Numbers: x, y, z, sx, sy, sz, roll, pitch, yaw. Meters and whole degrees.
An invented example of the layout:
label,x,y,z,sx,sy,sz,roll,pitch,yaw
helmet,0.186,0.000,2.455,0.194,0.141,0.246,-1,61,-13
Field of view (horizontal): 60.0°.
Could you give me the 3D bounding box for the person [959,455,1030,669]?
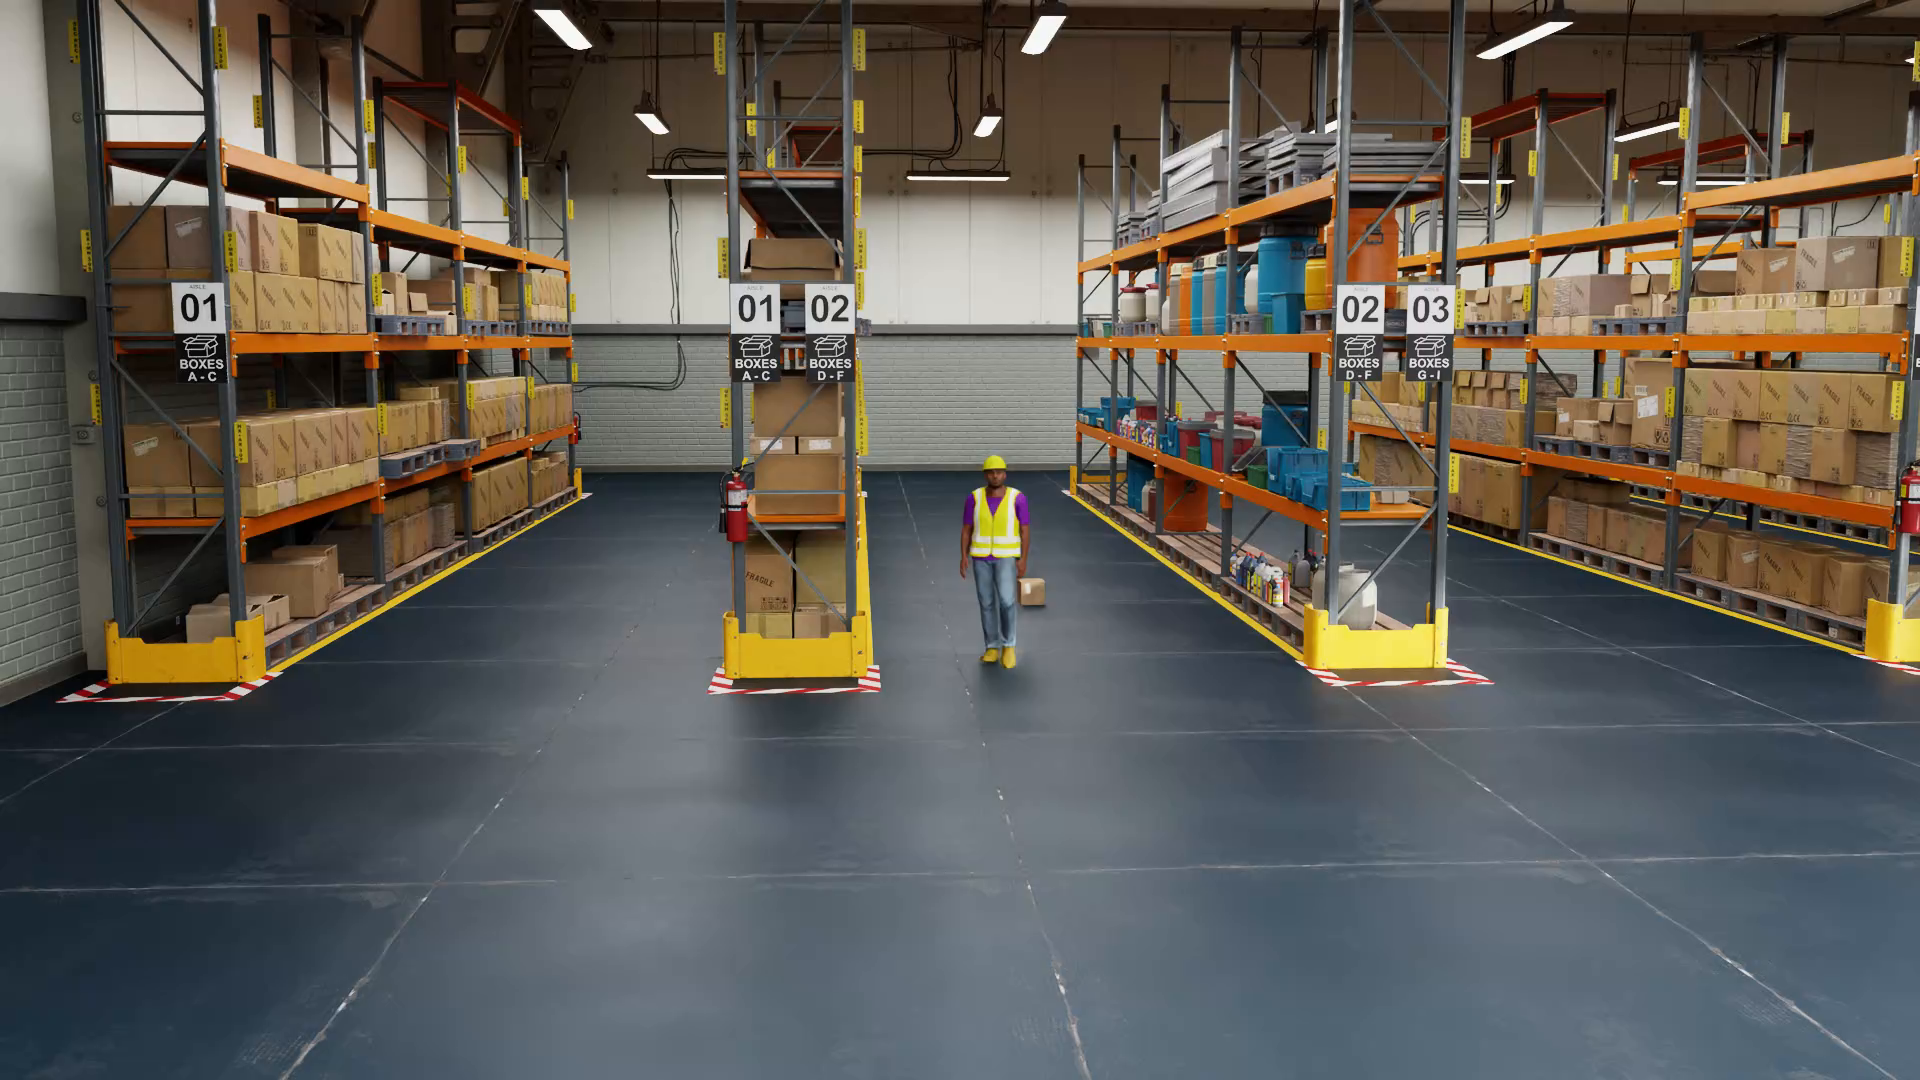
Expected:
label,x,y,z,sx,sy,sz,roll,pitch,yaw
person,0.281,0.188,14.033,0.569,1.803,0.478,1,7,12
